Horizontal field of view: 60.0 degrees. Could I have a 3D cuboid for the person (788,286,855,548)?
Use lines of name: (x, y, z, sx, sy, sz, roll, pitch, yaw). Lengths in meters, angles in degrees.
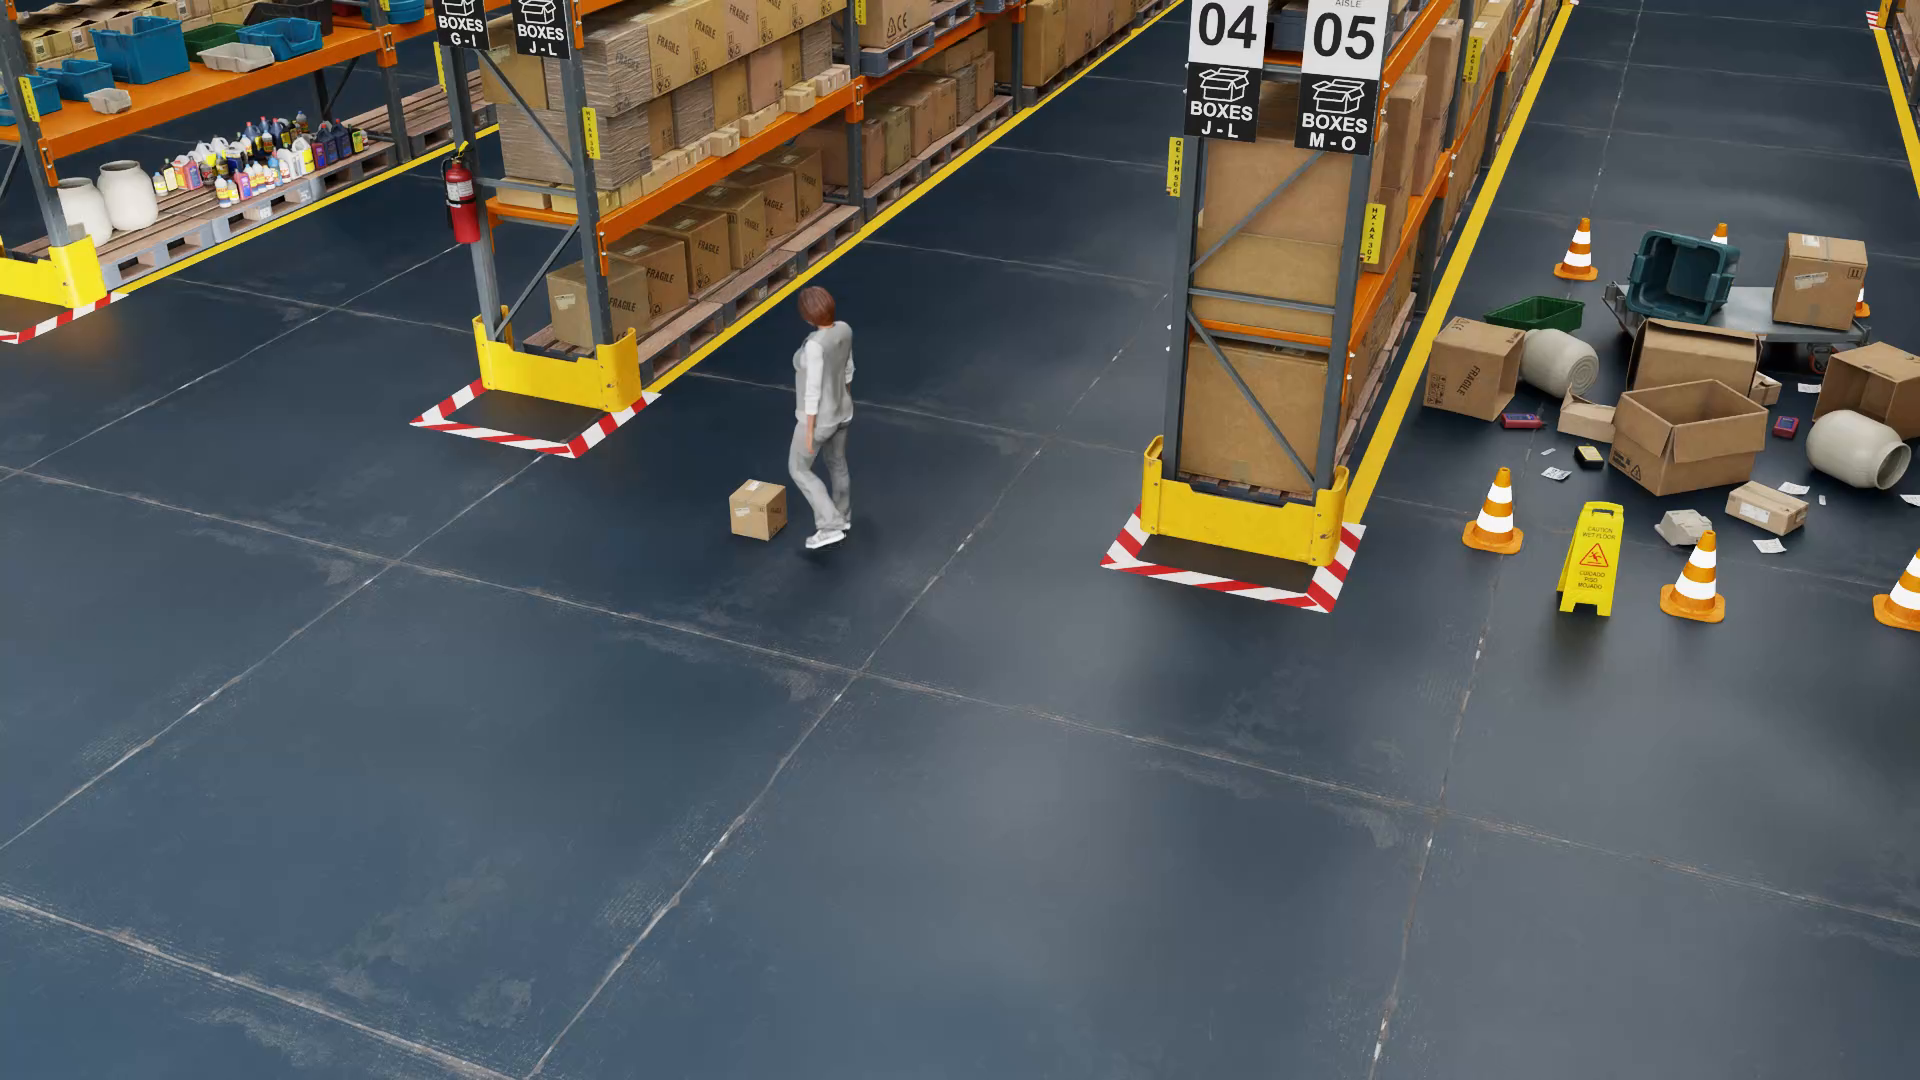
person: (-0.783, -0.699, 9.585, 0.399, 1.586, 0.510, 17, 34, 26)
